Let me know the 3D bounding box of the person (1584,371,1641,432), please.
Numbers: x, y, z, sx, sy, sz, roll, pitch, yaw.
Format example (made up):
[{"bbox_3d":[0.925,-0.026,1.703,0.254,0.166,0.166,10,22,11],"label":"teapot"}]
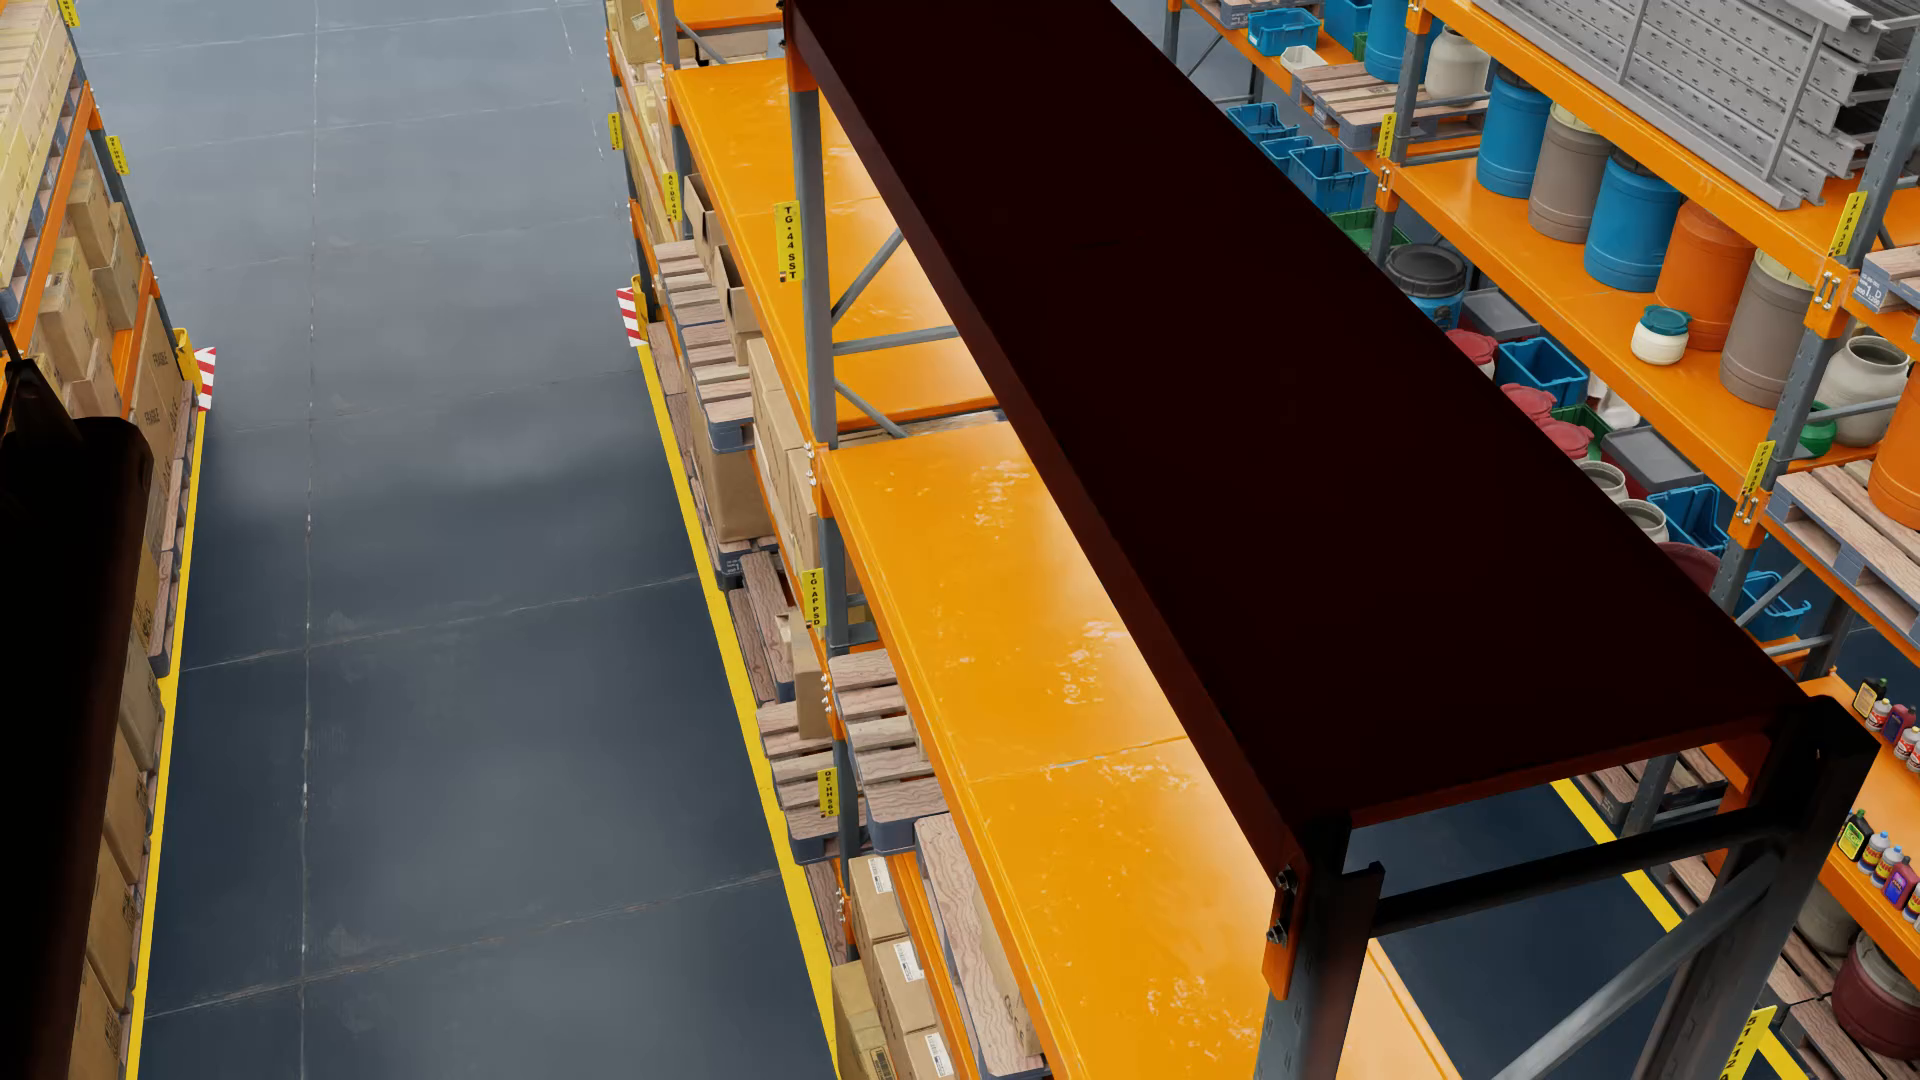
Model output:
[{"bbox_3d":[4.927,-1.011,12.728,0.556,1.693,1.080,-3,38,-3],"label":"person"}]
